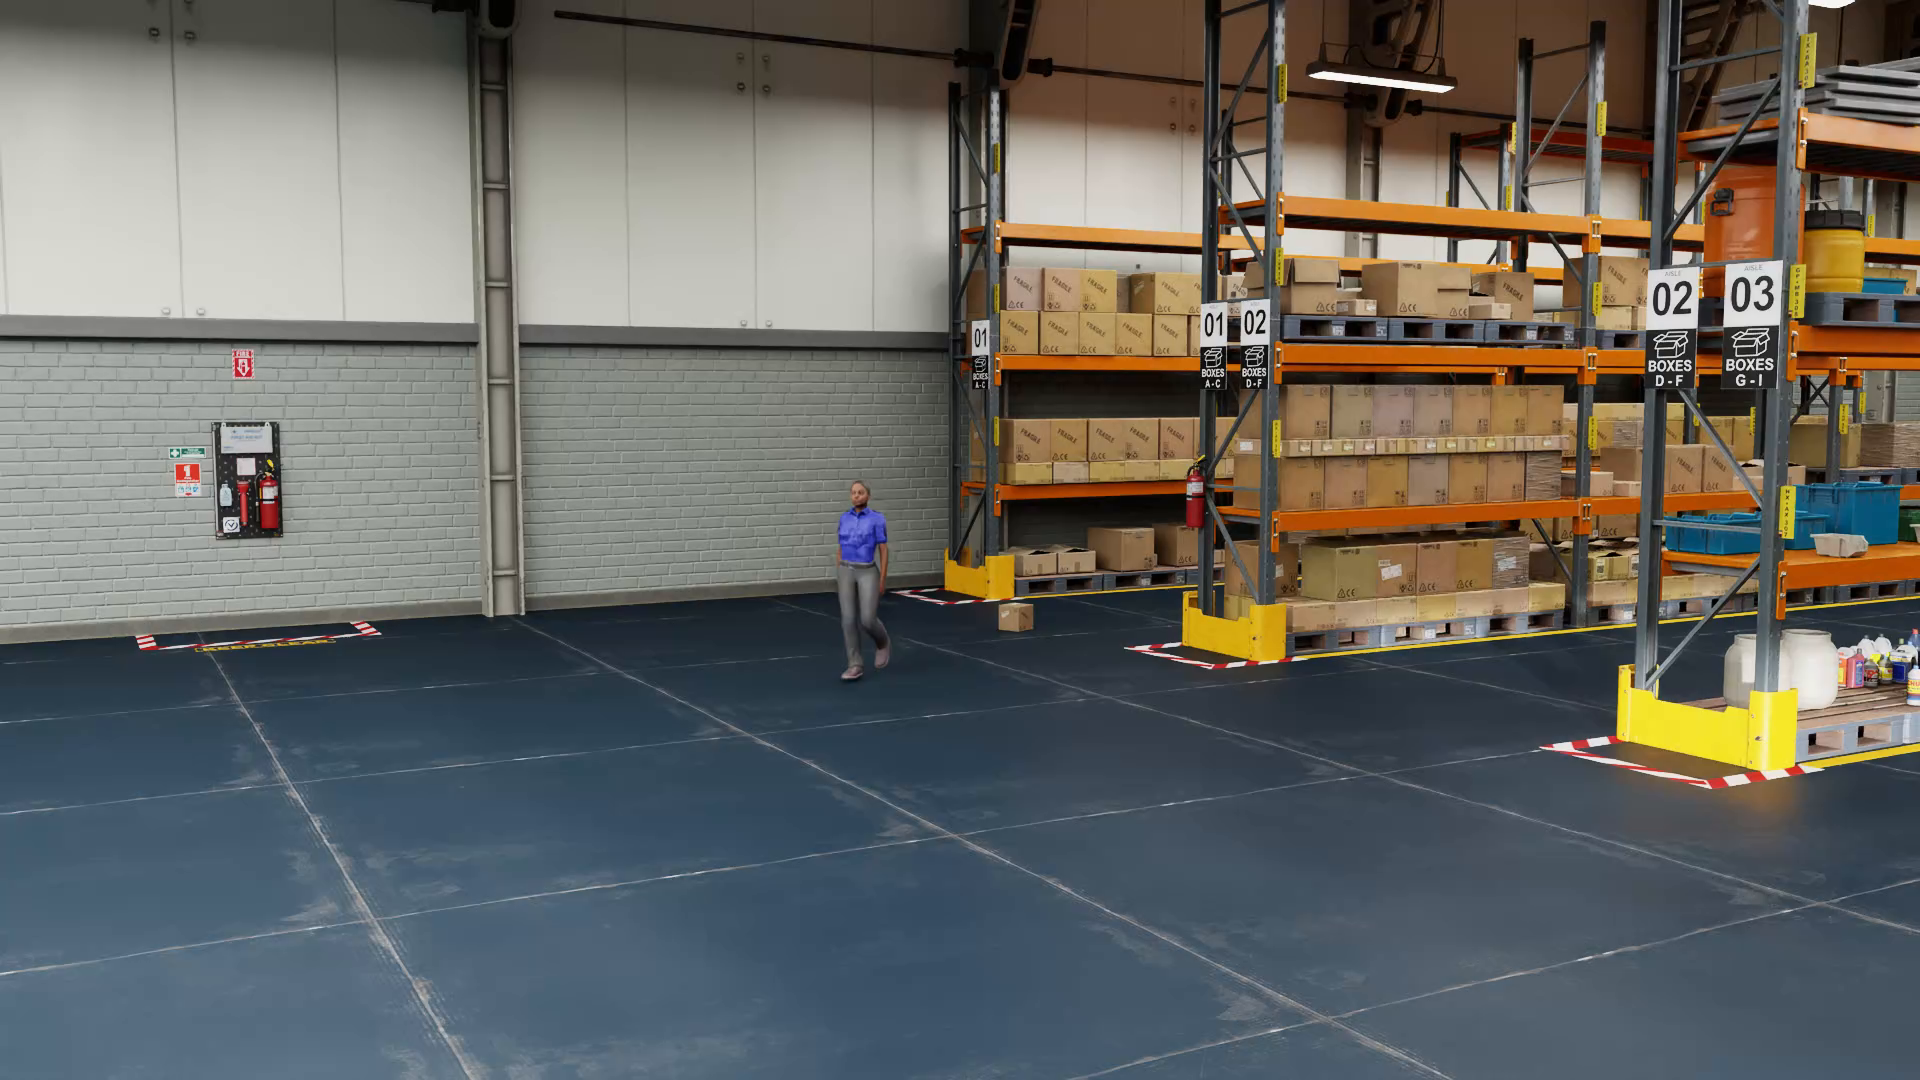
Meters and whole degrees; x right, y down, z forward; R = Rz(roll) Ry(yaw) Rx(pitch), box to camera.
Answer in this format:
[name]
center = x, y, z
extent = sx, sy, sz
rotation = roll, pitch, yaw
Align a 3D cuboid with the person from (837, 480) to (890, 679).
[person]
center = -0.806, 0.316, 13.815
extent = 0.445, 1.632, 0.577
rotation = 2, 5, 20
